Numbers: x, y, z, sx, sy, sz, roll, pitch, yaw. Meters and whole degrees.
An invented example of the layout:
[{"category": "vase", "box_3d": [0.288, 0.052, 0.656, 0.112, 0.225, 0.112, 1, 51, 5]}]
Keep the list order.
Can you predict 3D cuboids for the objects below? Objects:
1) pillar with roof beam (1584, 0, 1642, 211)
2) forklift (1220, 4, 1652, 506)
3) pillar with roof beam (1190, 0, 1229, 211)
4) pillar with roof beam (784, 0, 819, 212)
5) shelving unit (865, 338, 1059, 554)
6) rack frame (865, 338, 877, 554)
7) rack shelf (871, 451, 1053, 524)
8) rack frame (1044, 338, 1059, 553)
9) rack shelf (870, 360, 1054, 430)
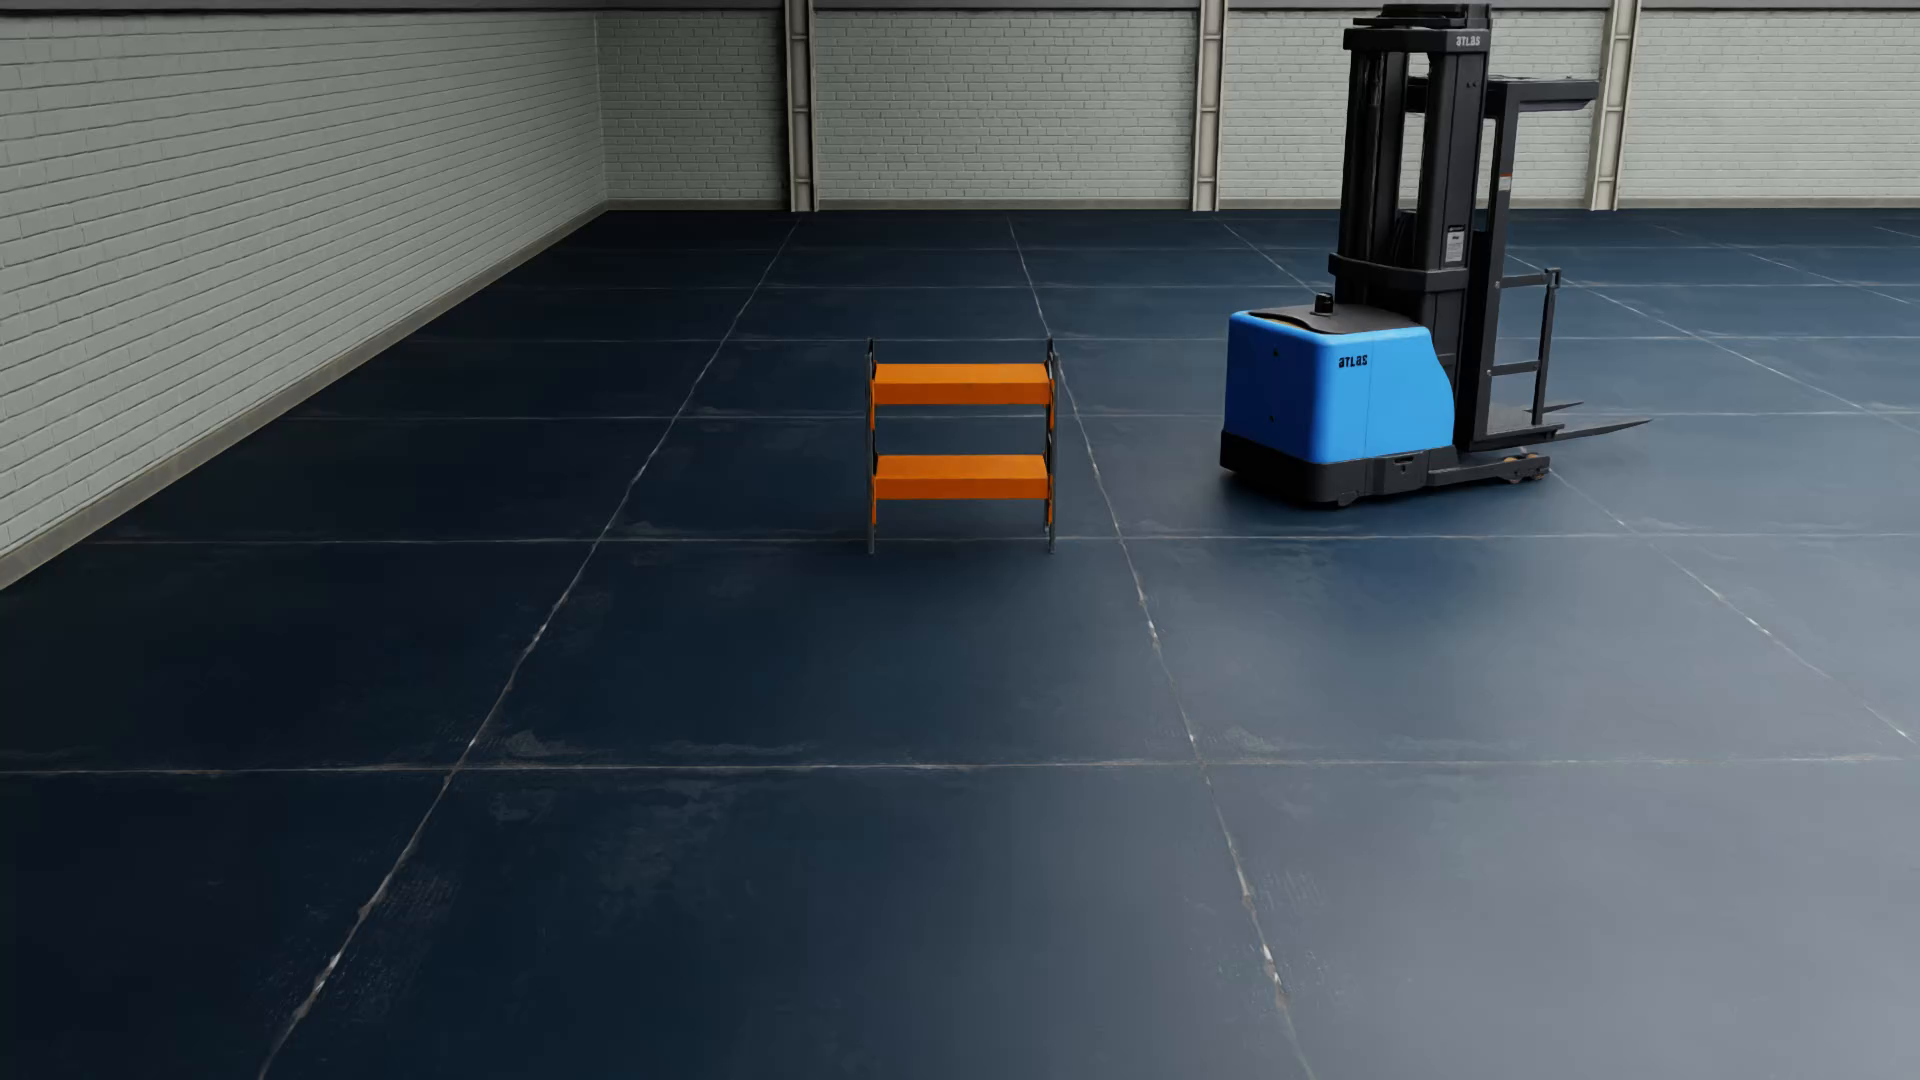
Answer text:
[{"category": "pillar with roof beam", "box_3d": [9.739, -7.968, 19.654, 0.400, 9.000, 9.100, 0, 18, -1]}, {"category": "forklift", "box_3d": [3.245, -1.893, 10.651, 3.031, 2.935, 1.130, -9, 20, -25]}, {"category": "pillar with roof beam", "box_3d": [3.740, -7.939, 19.563, 0.400, 9.000, 9.100, 0, 18, -1]}, {"category": "pillar with roof beam", "box_3d": [-2.259, -7.910, 19.473, 0.400, 9.000, 9.100, 0, 18, -1]}, {"category": "shelving unit", "box_3d": [0.007, -0.536, 9.376, 1.048, 1.125, 0.538, 0, 18, -1]}, {"category": "rack frame", "box_3d": [-0.502, -0.533, 9.368, 0.032, 1.125, 0.500, 0, 18, -1]}, {"category": "rack shelf", "box_3d": [0.007, -0.303, 9.451, 1.000, 0.278, 0.538, 0, 18, -1]}, {"category": "rack frame", "box_3d": [0.515, -0.538, 9.384, 0.032, 1.125, 0.500, 0, 18, -1]}, {"category": "rack shelf", "box_3d": [0.007, -0.814, 9.286, 1.000, 0.278, 0.538, 0, 18, -1]}]
